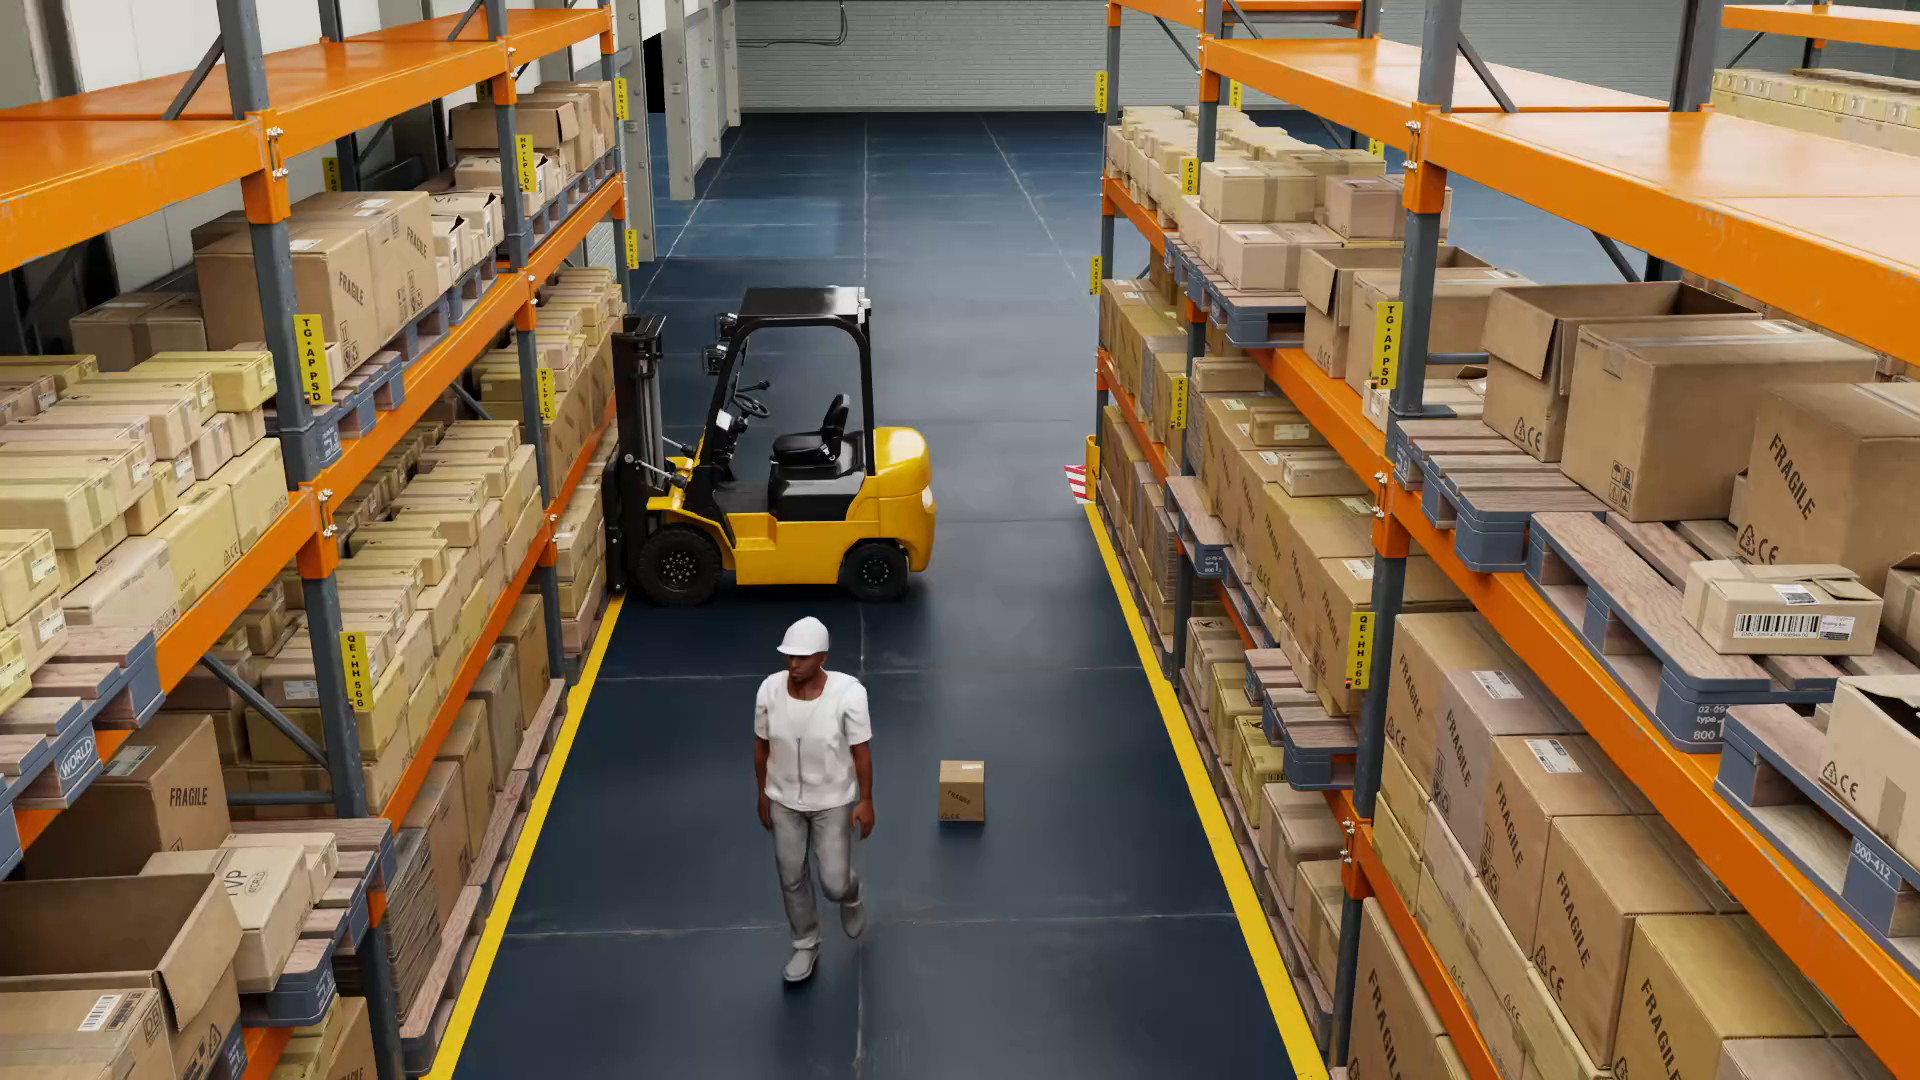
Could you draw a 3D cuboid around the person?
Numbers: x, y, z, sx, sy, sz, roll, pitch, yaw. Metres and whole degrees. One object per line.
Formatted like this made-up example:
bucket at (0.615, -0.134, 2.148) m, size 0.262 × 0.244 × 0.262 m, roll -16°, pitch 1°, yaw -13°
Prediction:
person at (-0.682, 0.873, 7.623) m, size 0.587 × 1.083 × 0.337 m, roll 5°, pitch 21°, yaw 12°
